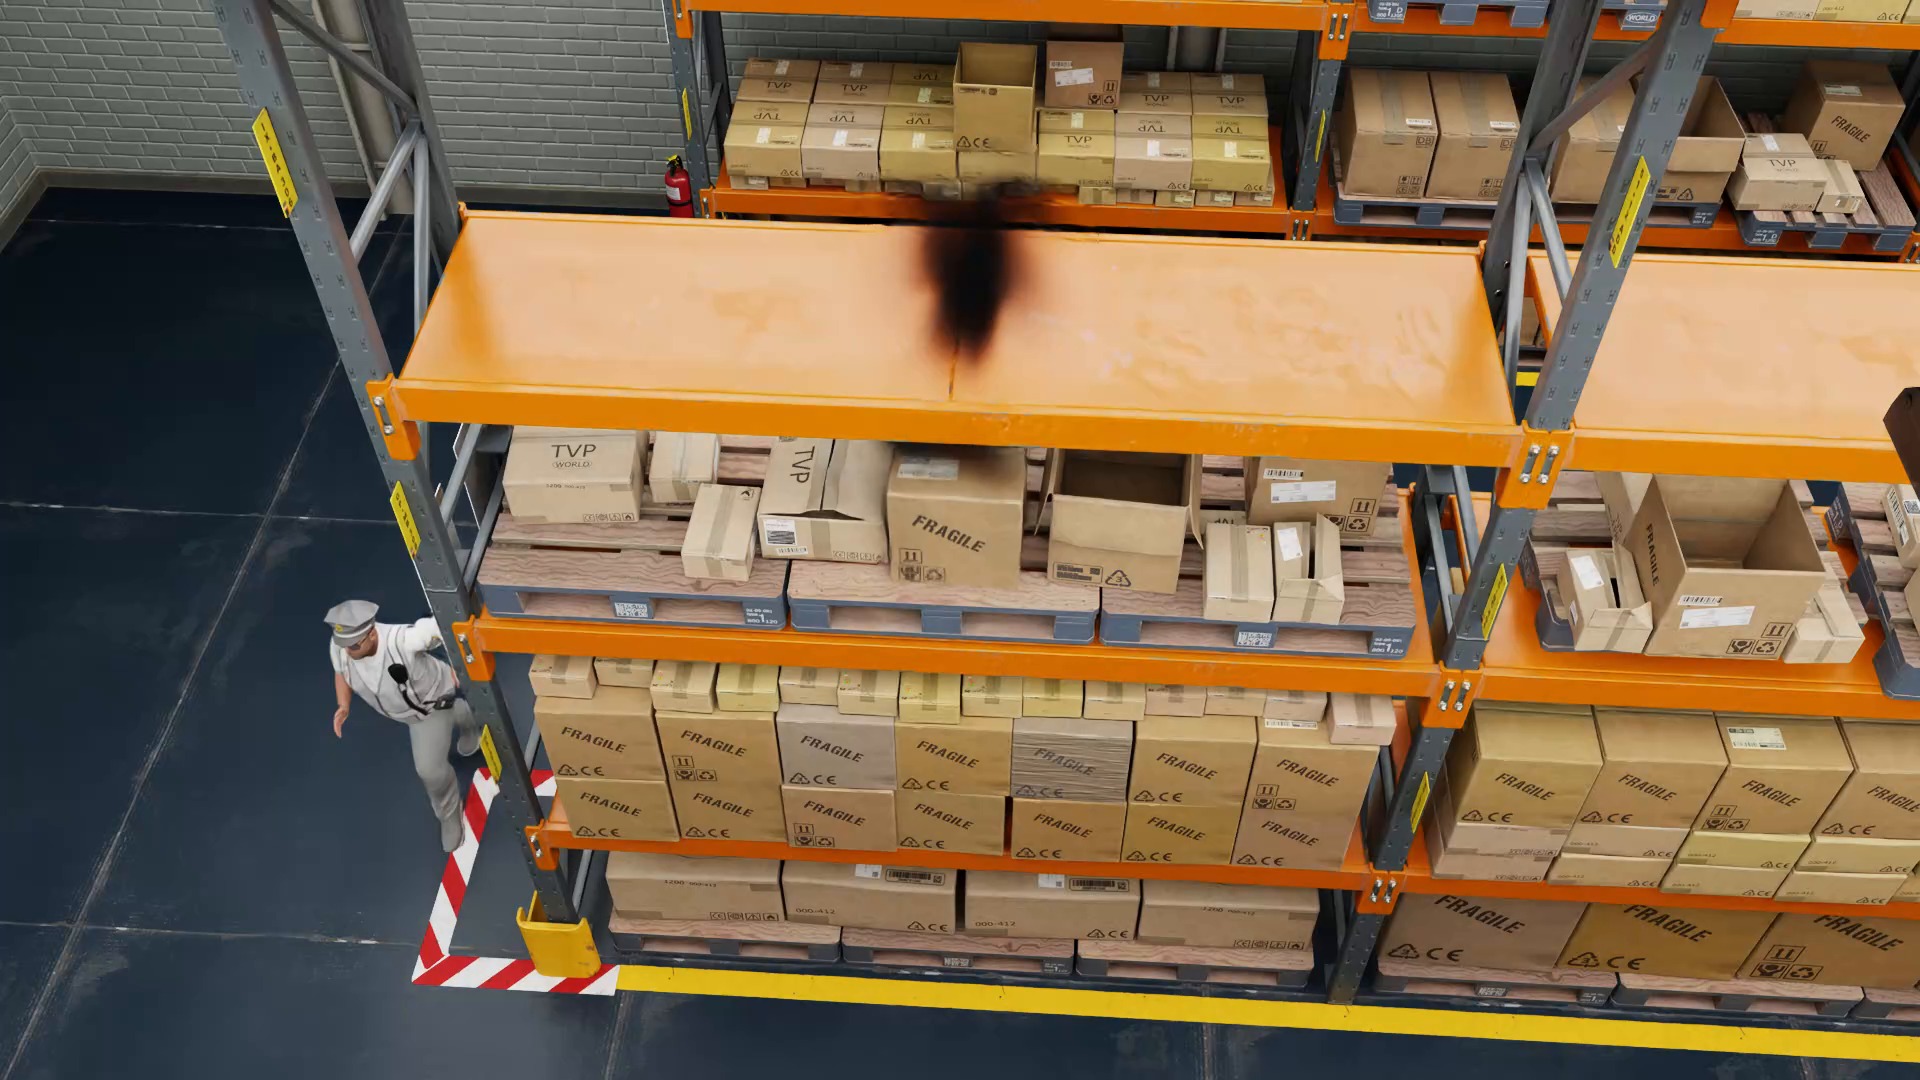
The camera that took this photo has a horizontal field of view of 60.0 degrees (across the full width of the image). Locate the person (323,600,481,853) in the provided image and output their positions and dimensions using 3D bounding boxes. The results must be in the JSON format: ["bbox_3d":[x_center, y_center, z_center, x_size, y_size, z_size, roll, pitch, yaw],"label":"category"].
[{"bbox_3d":[-2.918,0.839,8.834,0.571,1.799,0.995,16,50,14],"label":"person"}]
